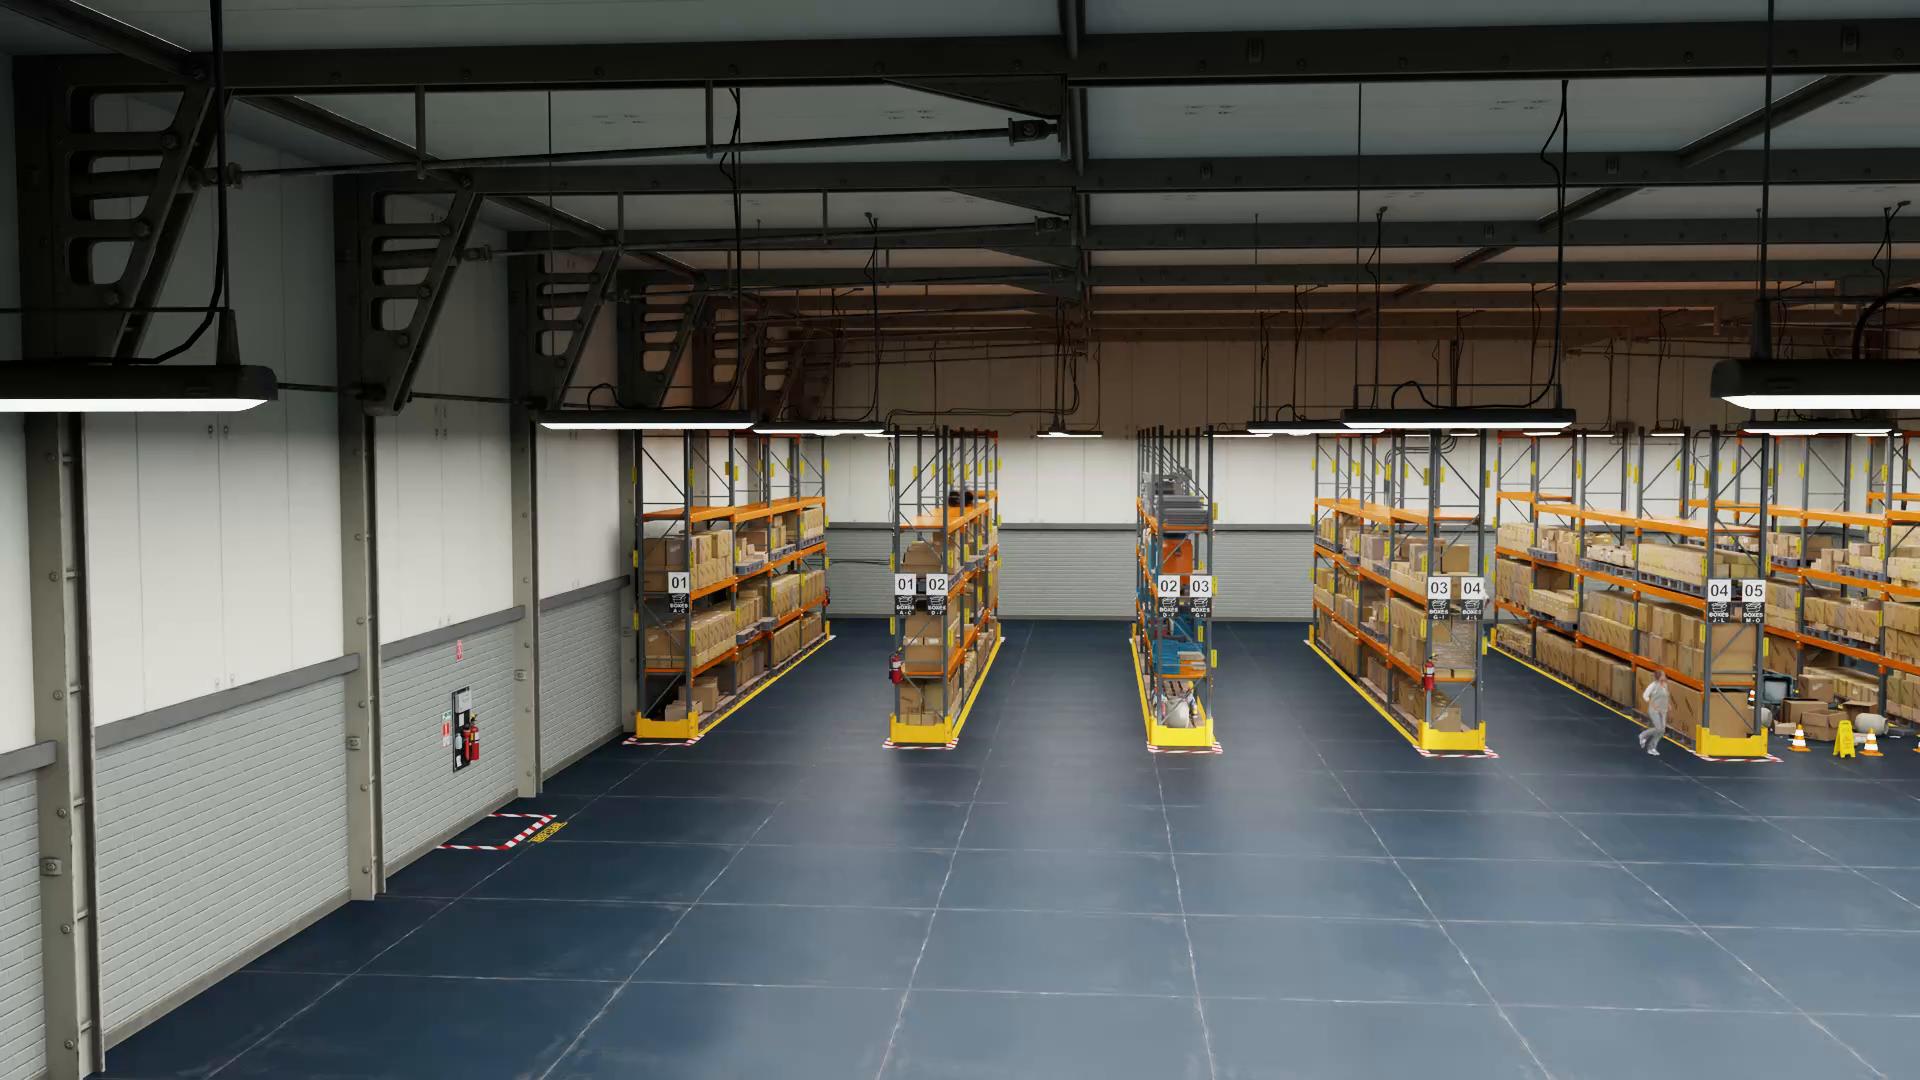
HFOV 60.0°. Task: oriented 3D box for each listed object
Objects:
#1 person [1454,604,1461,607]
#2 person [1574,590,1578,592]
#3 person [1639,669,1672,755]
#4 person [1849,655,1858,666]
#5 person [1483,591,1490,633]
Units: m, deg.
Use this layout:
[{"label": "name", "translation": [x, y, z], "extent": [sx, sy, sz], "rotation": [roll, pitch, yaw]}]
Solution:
[{"label": "person", "translation": [13.441, 2.194, 44.365], "extent": [0.655, 1.782, 0.723], "rotation": [1, 4, 15]}, {"label": "person", "translation": [16.782, 2.168, 45.447], "extent": [0.622, 1.701, 0.694], "rotation": [0, 3, 8]}, {"label": "person", "translation": [12.696, 3.127, 30.313], "extent": [0.564, 1.552, 0.517], "rotation": [-2, 4, -27]}, {"label": "person", "translation": [22.024, 2.328, 41.493], "extent": [0.673, 1.760, 0.986], "rotation": [0, 3, -1]}, {"label": "person", "translation": [14.589, 2.013, 47.173], "extent": [0.871, 1.755, 0.722], "rotation": [-2, 4, -26]}]
